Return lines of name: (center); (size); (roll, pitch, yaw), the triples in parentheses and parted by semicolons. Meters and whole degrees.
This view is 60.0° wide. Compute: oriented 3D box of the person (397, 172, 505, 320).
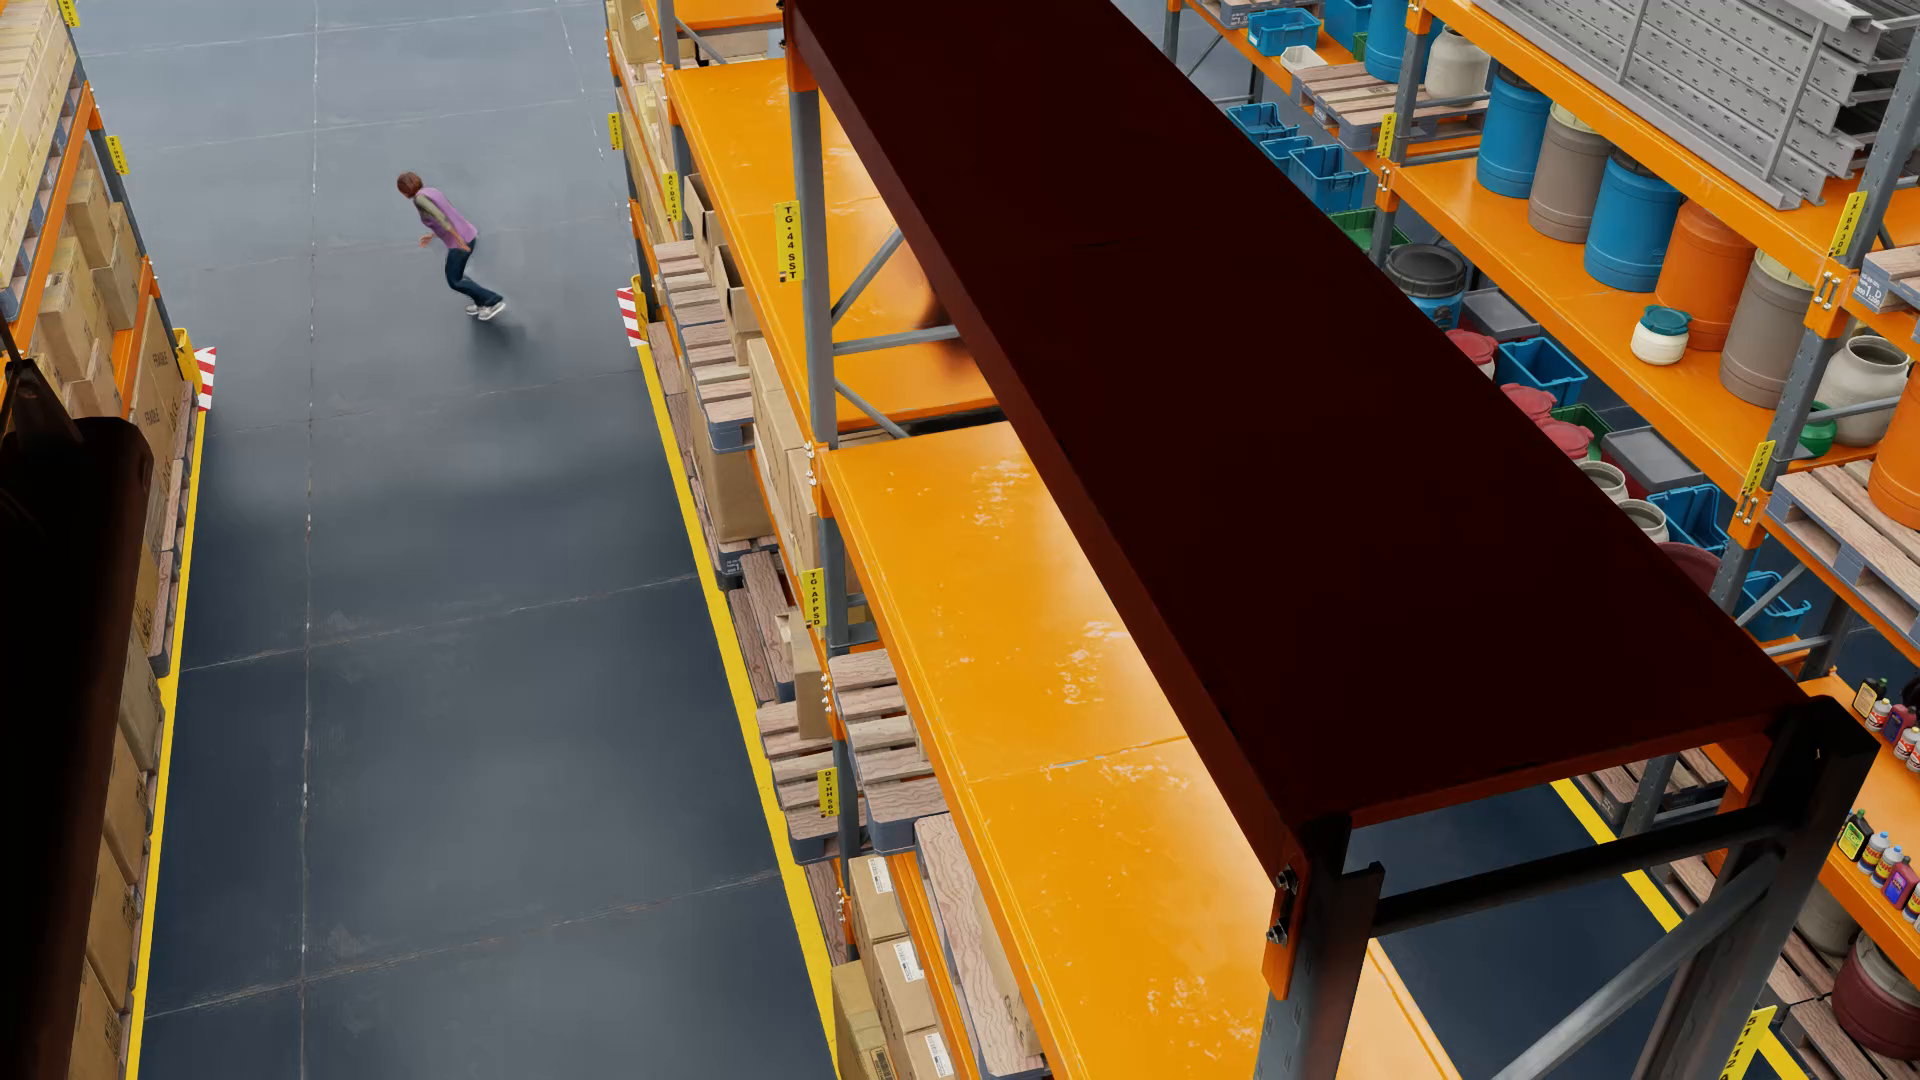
person: (-4.611, -2.662, 15.103); (0.838, 1.345, 0.588); (1, 38, 1)

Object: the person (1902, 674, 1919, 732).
person: (6.262, 0.797, 10.589); (0.686, 1.542, 0.815); (-22, 43, -25)
